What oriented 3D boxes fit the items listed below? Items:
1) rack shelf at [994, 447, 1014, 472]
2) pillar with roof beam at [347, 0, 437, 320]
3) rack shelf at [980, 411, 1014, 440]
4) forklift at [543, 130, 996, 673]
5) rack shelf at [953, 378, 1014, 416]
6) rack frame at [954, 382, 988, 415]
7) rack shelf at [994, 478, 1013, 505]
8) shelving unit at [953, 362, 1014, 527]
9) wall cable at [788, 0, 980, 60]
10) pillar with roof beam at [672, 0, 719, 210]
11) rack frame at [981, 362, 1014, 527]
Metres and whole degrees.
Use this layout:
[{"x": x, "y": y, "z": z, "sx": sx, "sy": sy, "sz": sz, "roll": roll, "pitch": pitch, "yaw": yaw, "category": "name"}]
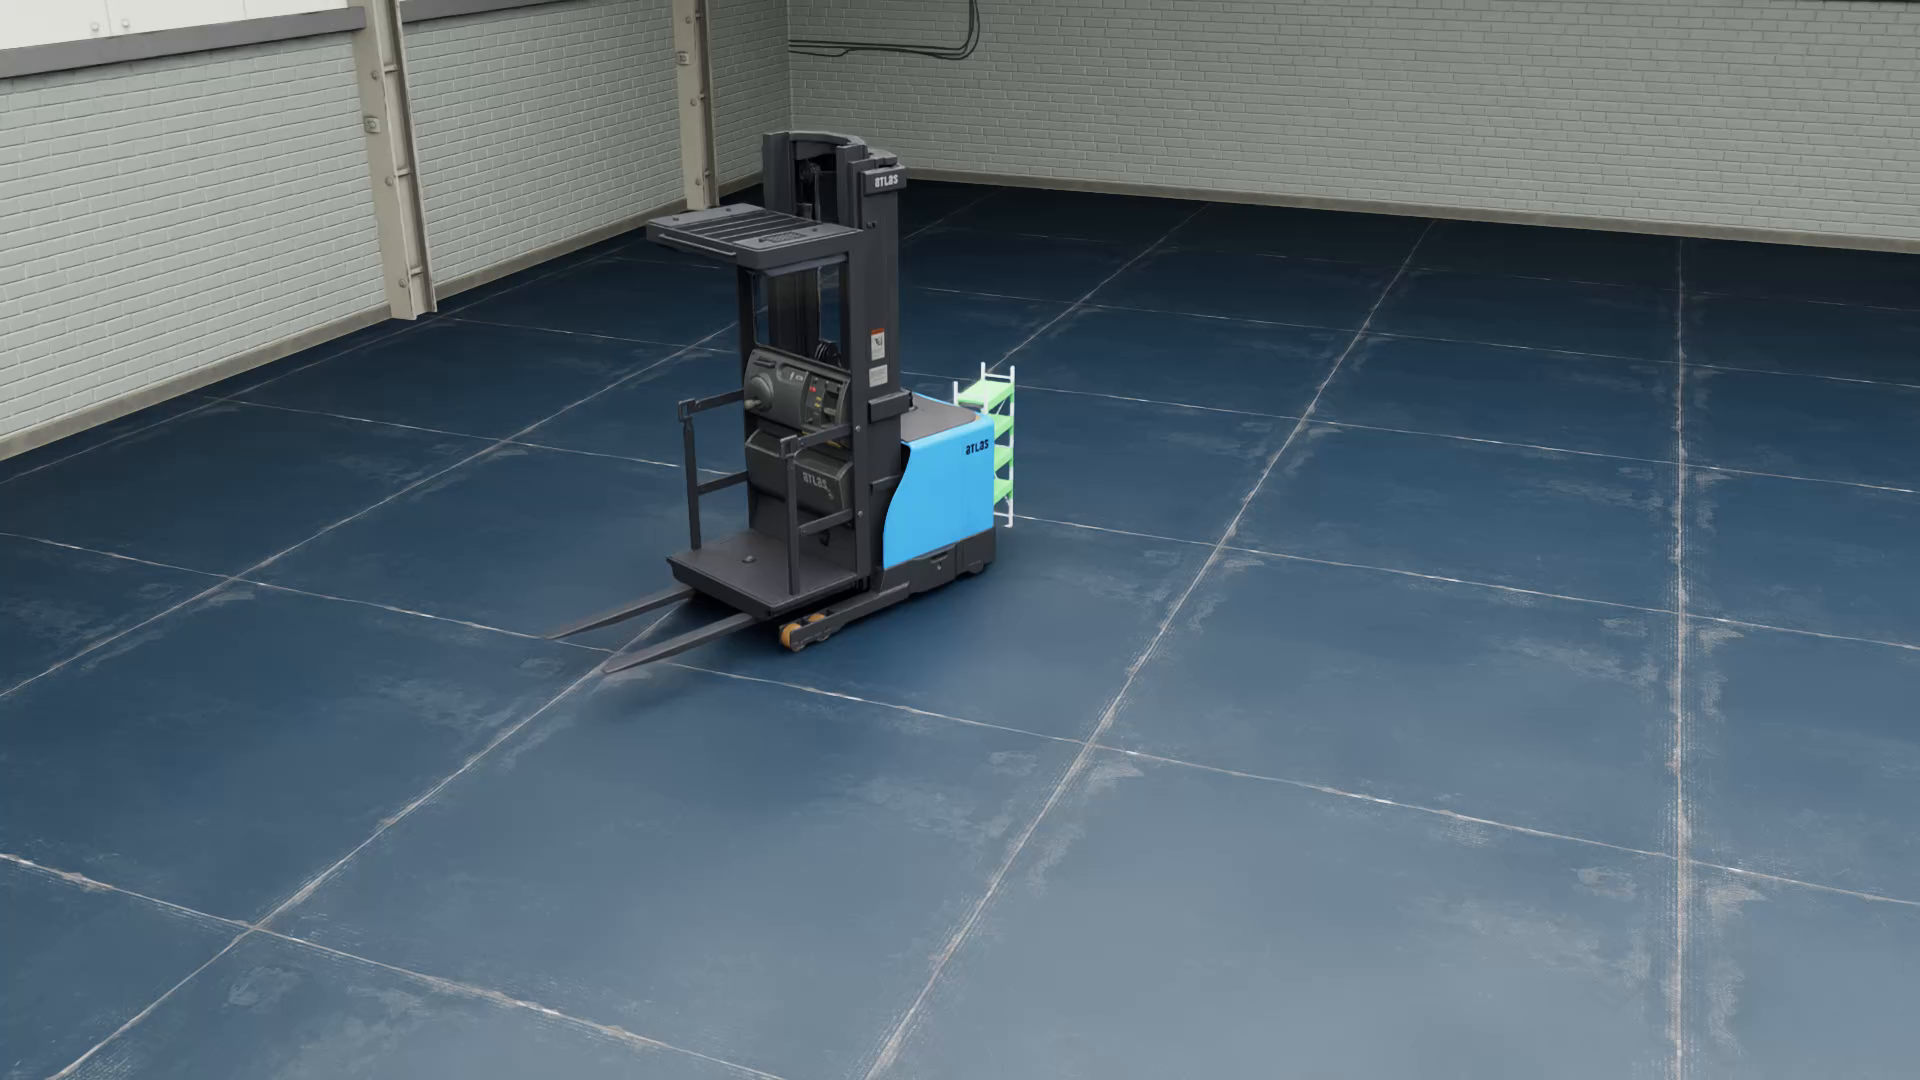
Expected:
[{"x": 0.167, "y": -0.520, "z": 11.604, "sx": 0.258, "sy": 0.148, "sz": 0.480, "roll": 9, "pitch": 24, "yaw": 21, "category": "rack shelf"}, {"x": -1.724, "y": -5.902, "z": 14.204, "sx": 9.100, "sy": 9.000, "sz": 0.400, "roll": 9, "pitch": 24, "yaw": 20, "category": "pillar with roof beam"}, {"x": 0.167, "y": -0.741, "z": 11.511, "sx": 0.258, "sy": 0.148, "sz": 0.480, "roll": 9, "pitch": 24, "yaw": 21, "category": "rack shelf"}, {"x": -1.158, "y": -0.901, "z": 10.104, "sx": 3.031, "sy": 2.935, "sz": 1.130, "roll": -21, "pitch": 31, "yaw": -41, "category": "forklift"}, {"x": 0.167, "y": -0.963, "z": 11.419, "sx": 0.258, "sy": 0.148, "sz": 0.480, "roll": 9, "pitch": 24, "yaw": 21, "category": "rack shelf"}, {"x": 0.072, "y": -0.492, "z": 11.372, "sx": 0.240, "sy": 1.200, "sz": 0.015, "roll": 9, "pitch": 24, "yaw": 21, "category": "rack frame"}, {"x": 0.167, "y": -0.299, "z": 11.696, "sx": 0.258, "sy": 0.148, "sz": 0.480, "roll": 9, "pitch": 24, "yaw": 21, "category": "rack shelf"}, {"x": 0.167, "y": -0.579, "z": 11.579, "sx": 0.258, "sy": 1.200, "sz": 0.503, "roll": 9, "pitch": 24, "yaw": 21, "category": "shelving unit"}, {"x": -1.171, "y": -8.097, "z": 23.489, "sx": 3.097, "sy": 2.526, "sz": 0.112, "roll": 9, "pitch": 24, "yaw": 20, "category": "wall cable"}, {"x": 0.504, "y": -8.049, "z": 19.344, "sx": 9.100, "sy": 9.000, "sz": 0.400, "roll": 9, "pitch": 24, "yaw": 20, "category": "pillar with roof beam"}, {"x": 0.262, "y": -0.666, "z": 11.787, "sx": 0.240, "sy": 1.200, "sz": 0.015, "roll": 9, "pitch": 24, "yaw": 21, "category": "rack frame"}]
